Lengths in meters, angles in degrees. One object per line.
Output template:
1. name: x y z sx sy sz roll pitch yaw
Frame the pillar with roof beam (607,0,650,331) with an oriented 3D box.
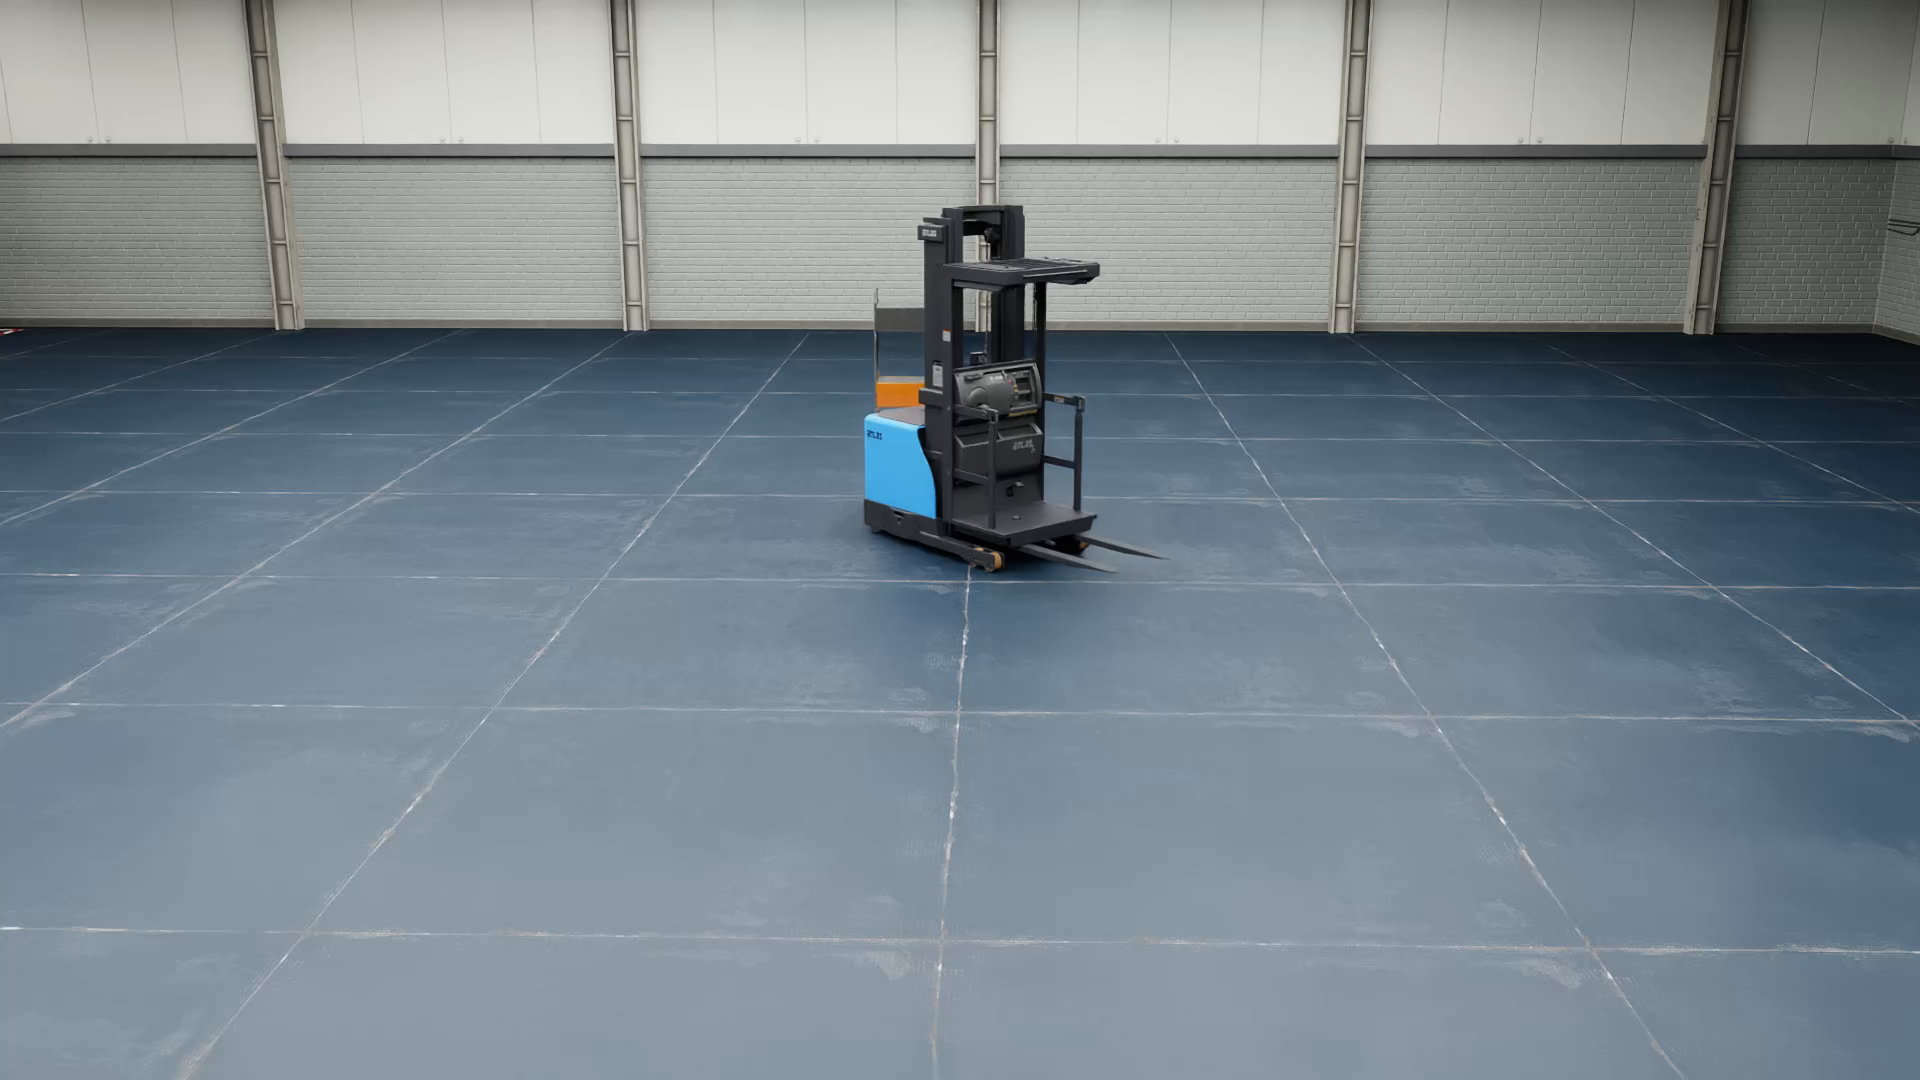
1. pillar with roof beam: -5.648 -6.860 23.203 0.400 9.000 9.100 0 15 1

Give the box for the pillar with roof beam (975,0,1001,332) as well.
1. pillar with roof beam: 0.350 -6.821 23.055 0.400 9.000 9.100 0 15 1

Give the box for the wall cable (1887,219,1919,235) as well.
1. wall cable: 15.368 -5.983 25.965 0.112 2.526 3.097 0 15 1

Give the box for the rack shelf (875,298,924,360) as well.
1. rack shelf: -0.536 -1.966 15.484 0.480 0.518 0.431 0 15 1

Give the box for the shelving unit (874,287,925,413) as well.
1. shelving unit: -0.536 -1.302 15.659 0.503 2.100 0.431 0 15 1

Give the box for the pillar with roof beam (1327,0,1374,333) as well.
1. pillar with roof beam: 6.348 -6.782 22.907 0.400 9.000 9.100 0 15 1

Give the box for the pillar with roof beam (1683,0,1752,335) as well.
1. pillar with roof beam: 12.346 -6.743 22.759 0.400 9.000 9.100 0 15 1

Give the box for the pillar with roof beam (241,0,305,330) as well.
1. pillar with roof beam: -11.646 -6.900 23.351 0.400 9.000 9.100 0 15 1

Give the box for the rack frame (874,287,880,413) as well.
1. rack frame: -0.780 -1.303 15.663 0.015 2.100 0.400 0 15 1

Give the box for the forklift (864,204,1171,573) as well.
1. forklift: 0.466 -1.297 14.010 1.130 2.935 3.031 -12 19 -39

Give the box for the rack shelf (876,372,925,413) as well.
1. rack shelf: -0.536 -1.289 15.662 0.480 0.518 0.431 0 15 1
